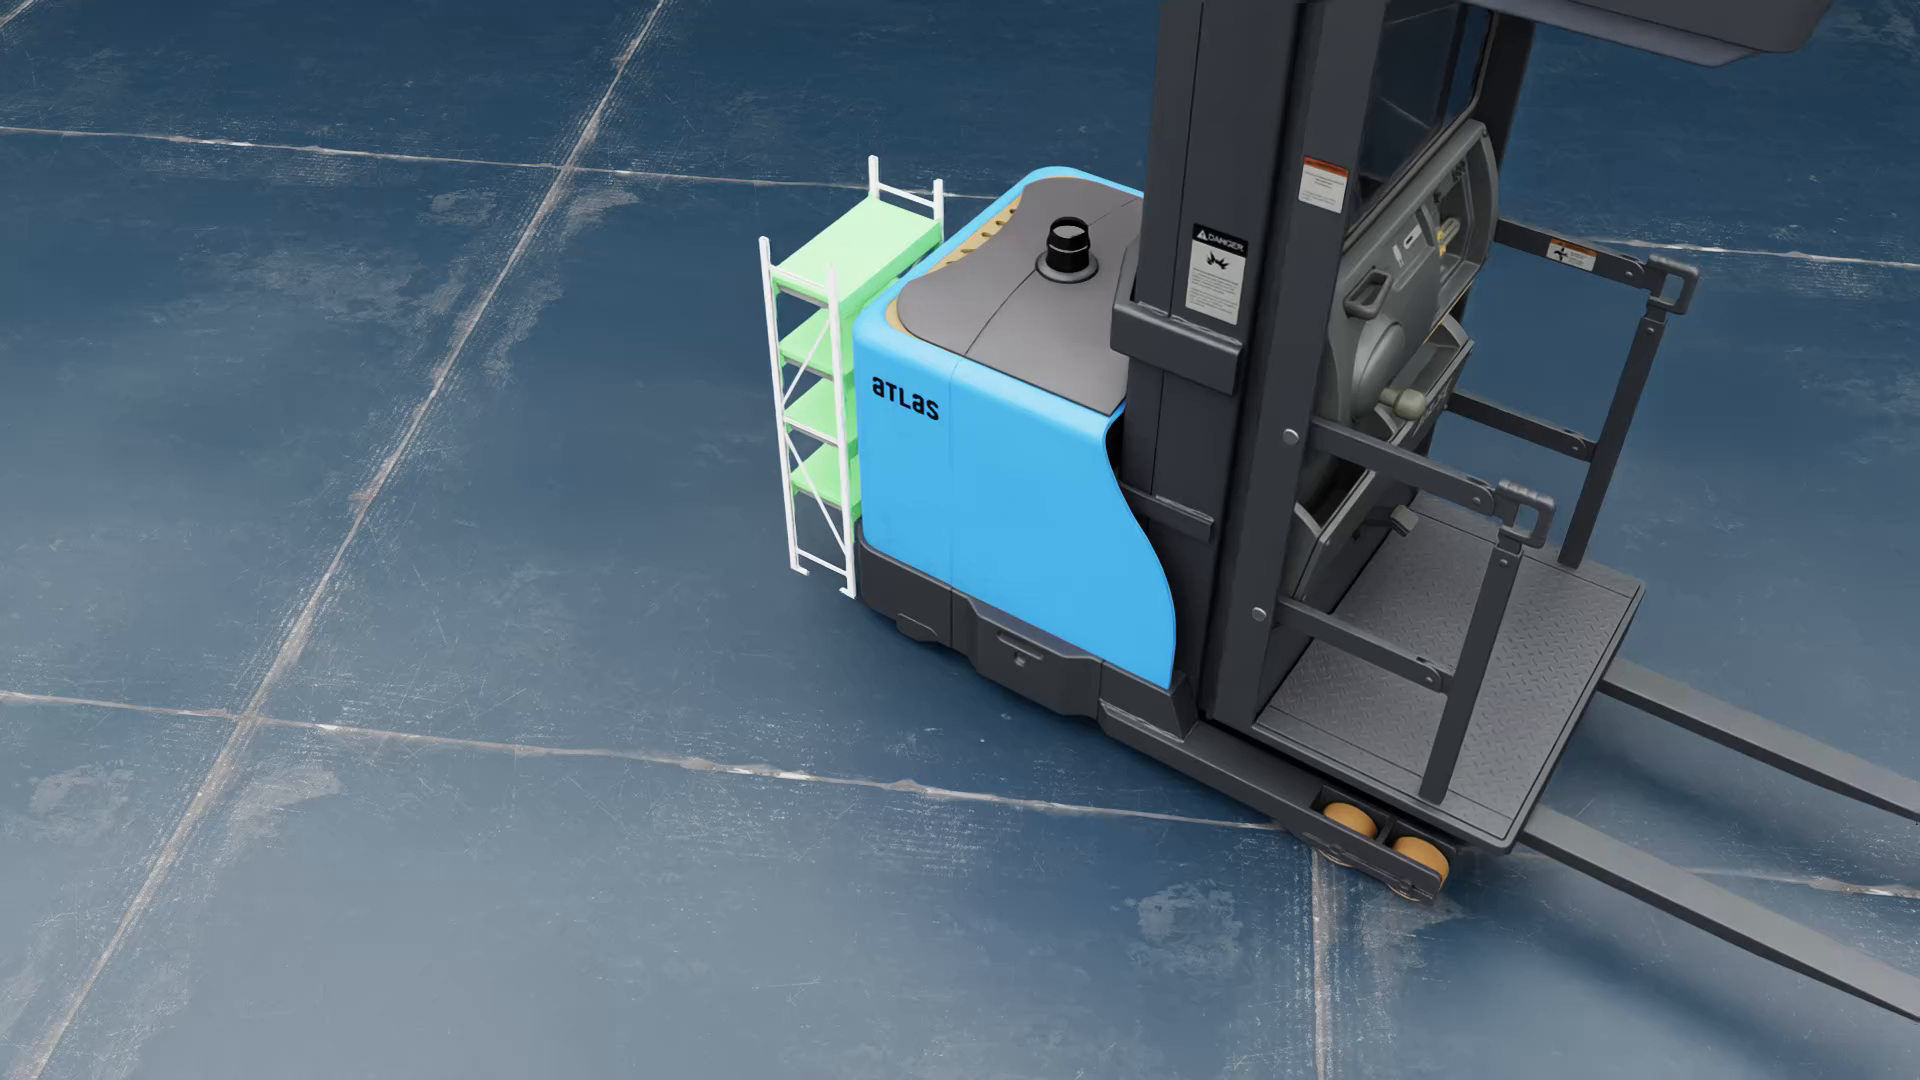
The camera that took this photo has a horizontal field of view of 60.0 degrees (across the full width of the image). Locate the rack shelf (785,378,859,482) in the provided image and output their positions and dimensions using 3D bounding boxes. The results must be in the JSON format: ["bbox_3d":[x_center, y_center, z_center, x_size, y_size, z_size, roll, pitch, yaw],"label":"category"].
[{"bbox_3d":[-0.285,-0.401,4.894,0.258,0.148,0.480,24,49,24],"label":"rack shelf"}]

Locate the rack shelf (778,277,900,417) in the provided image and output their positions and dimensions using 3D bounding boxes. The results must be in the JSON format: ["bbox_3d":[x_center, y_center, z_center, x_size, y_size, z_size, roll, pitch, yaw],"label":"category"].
[{"bbox_3d":[-0.285,-0.575,4.729,0.258,0.148,0.480,24,49,24],"label":"rack shelf"}]

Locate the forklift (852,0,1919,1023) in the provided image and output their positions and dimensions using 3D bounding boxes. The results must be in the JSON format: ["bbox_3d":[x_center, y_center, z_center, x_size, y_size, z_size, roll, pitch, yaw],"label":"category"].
[{"bbox_3d":[1.209,-0.560,3.709,3.031,2.935,1.130,25,49,24],"label":"forklift"}]

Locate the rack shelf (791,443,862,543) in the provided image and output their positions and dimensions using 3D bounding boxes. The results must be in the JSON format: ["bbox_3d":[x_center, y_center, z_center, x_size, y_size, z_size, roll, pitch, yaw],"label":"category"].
[{"bbox_3d":[-0.285,-0.227,5.059,0.258,0.148,0.480,24,49,24],"label":"rack shelf"}]

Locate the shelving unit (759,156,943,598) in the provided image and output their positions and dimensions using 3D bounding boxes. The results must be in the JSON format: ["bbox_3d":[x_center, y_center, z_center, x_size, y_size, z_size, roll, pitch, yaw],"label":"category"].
[{"bbox_3d":[-0.285,-0.447,4.850,0.258,1.200,0.503,24,49,24],"label":"shelving unit"}]

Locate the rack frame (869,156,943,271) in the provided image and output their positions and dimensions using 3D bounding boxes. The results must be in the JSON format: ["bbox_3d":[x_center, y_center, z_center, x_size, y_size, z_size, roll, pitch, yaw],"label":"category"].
[{"bbox_3d":[-0.150,-0.587,4.998,0.240,1.200,0.015,24,49,24],"label":"rack frame"}]

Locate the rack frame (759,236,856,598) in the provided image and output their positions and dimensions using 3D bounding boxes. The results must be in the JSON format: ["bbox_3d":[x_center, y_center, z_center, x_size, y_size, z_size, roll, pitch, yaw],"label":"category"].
[{"bbox_3d":[-0.420,-0.308,4.702,0.240,1.200,0.015,24,49,24],"label":"rack frame"}]

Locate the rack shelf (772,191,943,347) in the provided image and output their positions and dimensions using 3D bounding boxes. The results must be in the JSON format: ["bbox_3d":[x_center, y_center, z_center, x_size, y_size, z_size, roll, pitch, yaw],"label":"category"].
[{"bbox_3d":[-0.285,-0.750,4.564,0.258,0.148,0.480,24,49,24],"label":"rack shelf"}]
